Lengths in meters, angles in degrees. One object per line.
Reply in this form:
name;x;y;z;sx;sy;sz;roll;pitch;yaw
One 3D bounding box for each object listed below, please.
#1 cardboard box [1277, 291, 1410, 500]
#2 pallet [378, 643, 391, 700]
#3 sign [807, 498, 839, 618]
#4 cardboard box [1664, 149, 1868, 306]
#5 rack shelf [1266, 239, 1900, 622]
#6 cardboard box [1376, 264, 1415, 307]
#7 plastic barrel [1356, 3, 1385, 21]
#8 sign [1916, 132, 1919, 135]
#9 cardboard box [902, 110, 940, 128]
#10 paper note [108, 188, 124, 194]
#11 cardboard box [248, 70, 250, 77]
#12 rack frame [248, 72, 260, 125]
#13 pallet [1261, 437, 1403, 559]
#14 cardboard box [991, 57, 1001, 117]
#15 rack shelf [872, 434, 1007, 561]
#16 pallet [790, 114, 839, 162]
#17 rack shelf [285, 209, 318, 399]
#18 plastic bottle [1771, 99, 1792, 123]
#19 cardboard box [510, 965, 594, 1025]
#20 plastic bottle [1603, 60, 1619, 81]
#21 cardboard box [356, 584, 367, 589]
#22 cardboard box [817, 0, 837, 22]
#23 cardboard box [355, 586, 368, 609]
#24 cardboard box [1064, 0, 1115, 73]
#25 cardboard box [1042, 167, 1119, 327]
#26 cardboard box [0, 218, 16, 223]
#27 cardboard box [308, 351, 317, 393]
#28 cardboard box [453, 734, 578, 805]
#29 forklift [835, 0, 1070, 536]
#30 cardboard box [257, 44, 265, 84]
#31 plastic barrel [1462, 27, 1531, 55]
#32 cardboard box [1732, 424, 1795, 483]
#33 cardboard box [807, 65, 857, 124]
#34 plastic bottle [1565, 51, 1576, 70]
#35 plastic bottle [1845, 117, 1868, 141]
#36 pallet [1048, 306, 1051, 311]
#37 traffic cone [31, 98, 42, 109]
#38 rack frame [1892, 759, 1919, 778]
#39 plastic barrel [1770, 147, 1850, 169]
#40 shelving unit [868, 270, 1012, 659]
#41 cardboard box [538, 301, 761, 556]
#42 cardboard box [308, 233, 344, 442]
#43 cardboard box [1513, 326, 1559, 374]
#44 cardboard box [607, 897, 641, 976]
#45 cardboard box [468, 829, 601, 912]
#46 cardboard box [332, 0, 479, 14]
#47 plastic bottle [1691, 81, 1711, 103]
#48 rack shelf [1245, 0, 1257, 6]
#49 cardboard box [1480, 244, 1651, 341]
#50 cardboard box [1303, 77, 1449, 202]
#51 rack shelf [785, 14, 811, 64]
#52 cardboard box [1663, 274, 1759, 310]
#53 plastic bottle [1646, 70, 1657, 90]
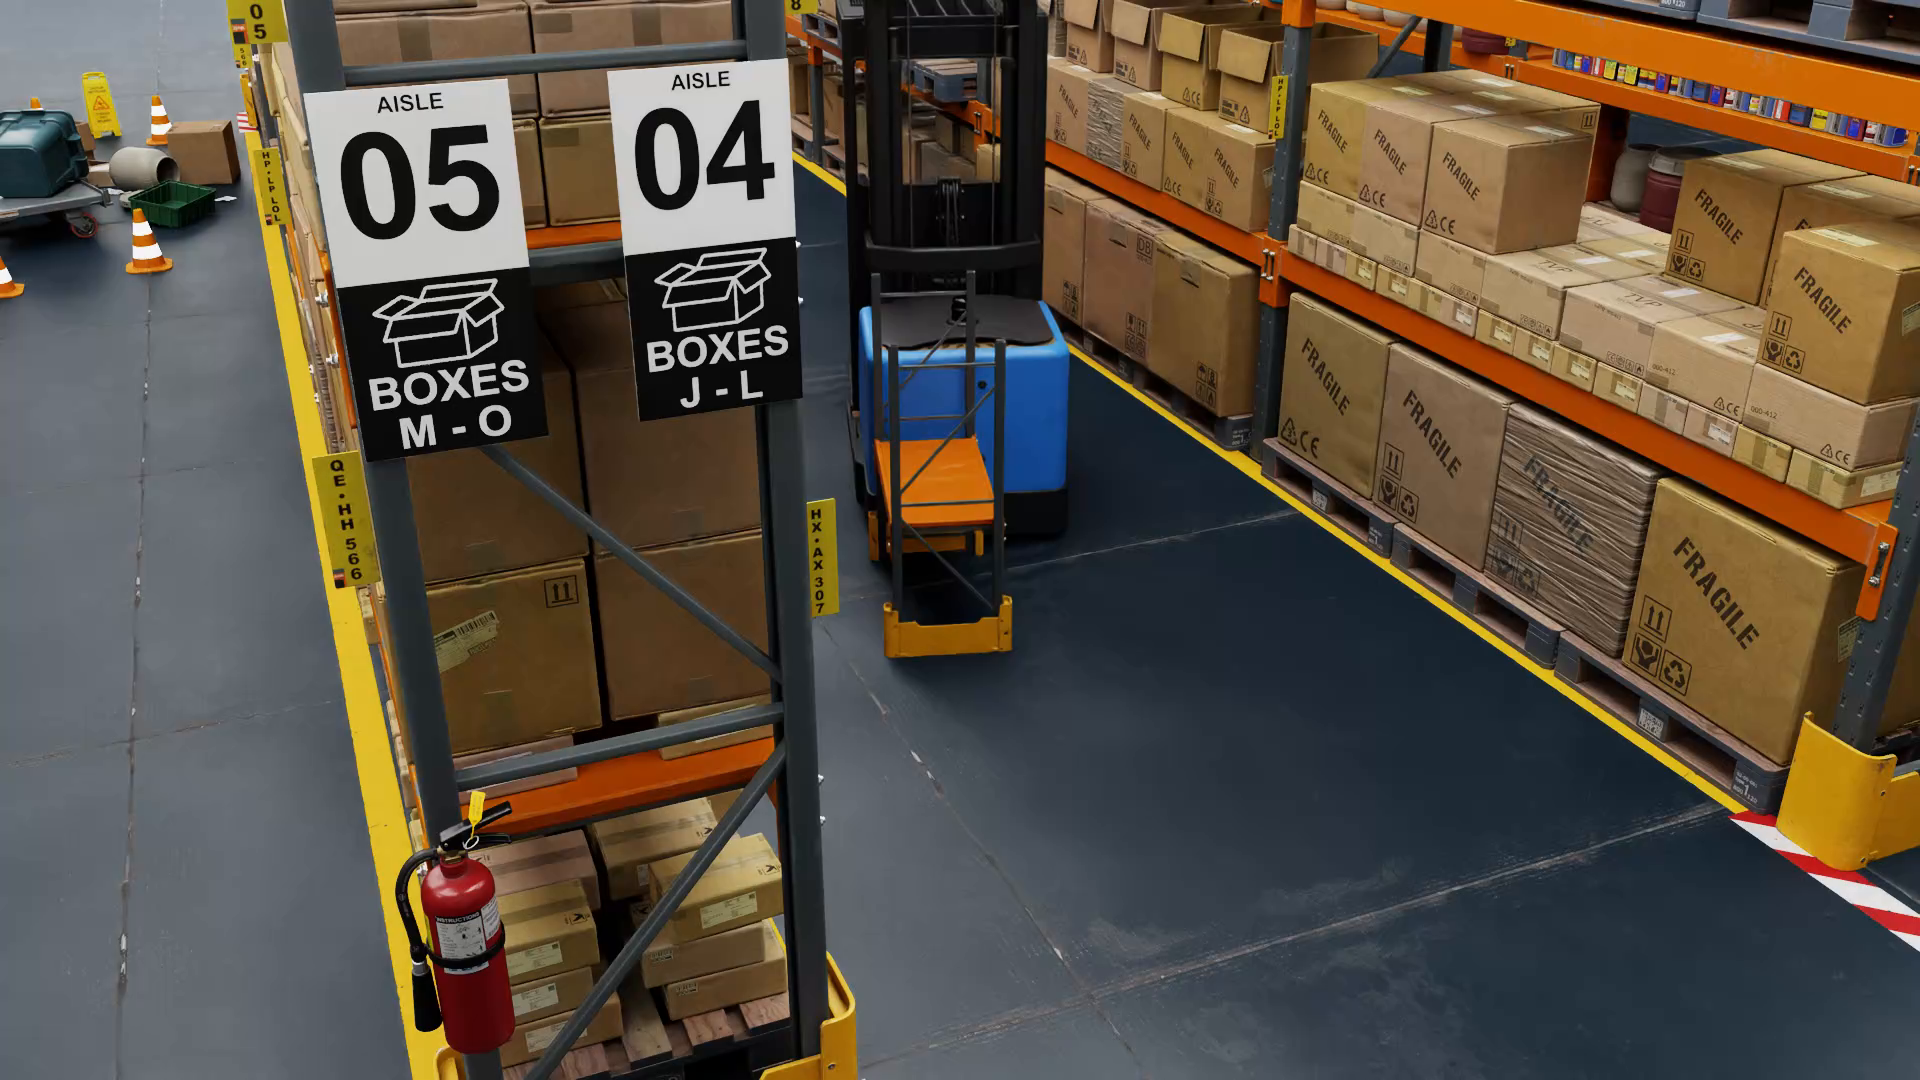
cardboard box;2.362;-0.848;9.011;0.875;0.875;0.875;-11;28;-21
pallet;-2.131;0.435;7.618;1.003;0.211;1.213;-11;28;-21
sign;-0.361;0.050;4.243;0.100;0.325;0.005;-11;28;-21
cardboard box;3.399;-1.333;7.038;0.500;0.500;0.500;-11;28;-22
rack shelf;2.960;-0.764;7.715;1.077;0.370;4.000;-11;28;-21
cardboard box;2.298;-1.287;8.253;0.380;0.149;0.250;-11;28;-22
plastic barrel;4.061;-5.316;16.064;0.433;0.535;0.433;0;26;0
sign;6.227;-2.776;10.701;0.100;0.325;0.005;-11;28;-21
cardboard box;-0.347;-3.525;14.899;0.700;0.500;0.500;-13;29;-25
paper note;-7.775;-3.209;15.296;0.172;0.023;0.155;-1;26;-3
cardboard box;-5.601;-4.099;13.612;0.500;0.500;0.500;-10;28;-20
rack frame;-7.126;-5.927;17.471;1.000;3.000;0.127;-11;28;-21
pallet;2.402;-0.321;9.167;1.003;0.211;1.213;-11;28;-21
cardboard box;0.550;-3.311;11.999;0.500;0.500;0.500;-10;28;-19
rack shelf;-0.115;-0.220;7.900;0.538;0.185;1.000;-3;26;-6
pallet;-1.252;-4.136;16.980;1.003;0.211;1.213;-11;28;-21
rack shelf;-3.210;-1.567;9.361;1.077;0.370;4.000;-11;28;-21
plastic bottle;5.942;-3.144;11.913;0.152;0.276;0.135;-11;28;-21
cardboard box;-1.330;1.327;5.046;0.380;0.149;0.250;-11;28;-22
plastic bottle;5.231;-3.829;13.306;0.061;0.283;0.133;-11;28;-21
cardboard box;-2.579;0.077;7.605;0.380;0.149;0.250;-9;28;-18
cardboard box;-0.774;-5.237;14.896;1.000;1.000;1.000;-10;28;-20
cardboard box;-2.580;0.212;7.668;0.380;0.149;0.250;-12;28;-23
cardboard box;1.134;-3.443;11.126;0.797;0.503;0.637;-10;28;-19
cardboard box;1.203;-2.100;11.575;1.225;0.875;0.875;-10;28;-20
cardboard box;-8.419;-2.890;14.367;0.396;0.266;0.258;13;29;24
cardboard box;-3.545;-1.025;9.801;0.500;0.500;0.500;-11;28;-22
cardboard box;-1.248;0.562;4.467;0.380;0.149;0.250;-11;28;-21
forklift;-0.107;-1.932;9.367;1.130;2.935;3.031;-3;26;-6
cardboard box;-2.098;-1.717;5.600;0.500;0.250;0.500;-9;28;-18
plastic barrel;4.707;-4.557;14.509;0.600;0.536;0.708;-11;28;-21
cardboard box;3.197;-0.359;6.352;0.380;0.149;0.250;-10;28;-20
cardboard box;-1.307;-4.588;17.098;0.500;0.500;0.500;-2;26;-4
plastic bottle;5.060;-4.021;13.713;0.097;0.271;0.097;0;26;0
plastic bottle;6.150;-2.882;11.367;0.061;0.283;0.133;-11;28;-21
pallet;0.850;-1.925;12.452;1.003;0.211;1.213;-11;28;-21
traffic cone;-9.398;-4.272;16.973;0.336;0.463;0.334;-11;28;-21
rack frame;3.740;-0.279;5.903;0.949;2.616;0.053;-11;28;-21
plastic barrel;6.259;-2.500;12.364;0.600;0.901;0.708;-11;28;-21
shelving unit;-0.114;-0.377;7.813;0.587;1.500;1.083;-3;26;-6
cardboard box;-0.792;-0.323;4.400;0.500;0.500;0.500;-11;28;-21
cardboard box;-1.679;-0.651;5.072;0.500;0.500;0.500;-9;27;-18
cardboard box;2.702;-0.871;7.401;0.380;0.149;0.250;-10;28;-20
cardboard box;-0.949;1.266;5.509;0.380;0.149;0.250;-11;28;-21
cardboard box;-1.346;1.075;5.221;0.380;0.149;0.250;-10;28;-20
cardboard box;-1.261;-1.236;3.591;0.380;0.149;0.250;-11;28;-21
plastic bottle;5.642;-3.483;12.521;0.144;0.351;0.185;-11;28;-21
rack shelf;2.818;-6.459;19.380;1.077;0.370;4.000;-11;28;-21
cardboard box;2.704;-1.116;7.448;0.500;0.250;0.500;-11;28;-21
cardboard box;2.129;-2.060;8.528;0.500;0.500;0.500;-11;28;-21
rack shelf;-1.739;-5.608;17.637;1.077;0.370;4.000;-11;28;-21
cardboard box;3.400;-0.998;7.208;0.500;0.250;0.500;-12;28;-22
plastic bottle;5.422;-3.648;12.949;0.097;0.271;0.097;0;26;0
